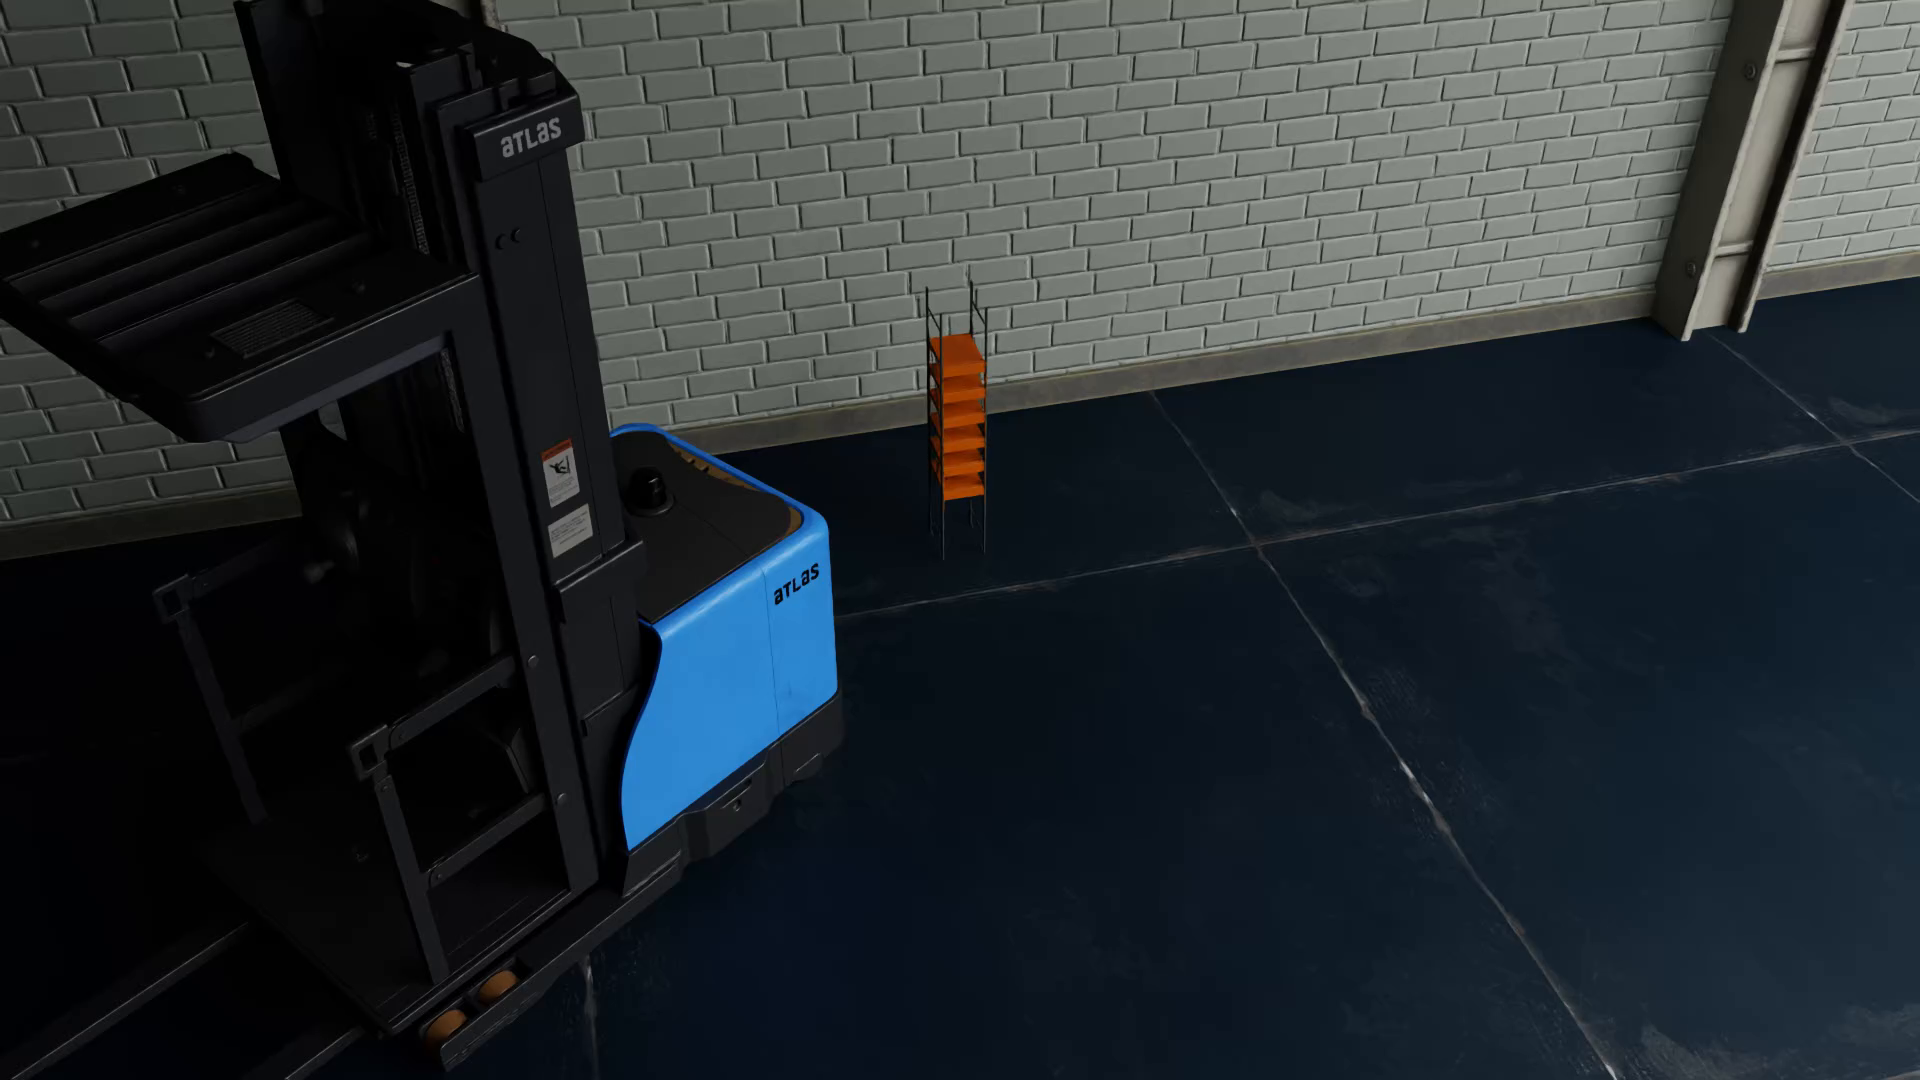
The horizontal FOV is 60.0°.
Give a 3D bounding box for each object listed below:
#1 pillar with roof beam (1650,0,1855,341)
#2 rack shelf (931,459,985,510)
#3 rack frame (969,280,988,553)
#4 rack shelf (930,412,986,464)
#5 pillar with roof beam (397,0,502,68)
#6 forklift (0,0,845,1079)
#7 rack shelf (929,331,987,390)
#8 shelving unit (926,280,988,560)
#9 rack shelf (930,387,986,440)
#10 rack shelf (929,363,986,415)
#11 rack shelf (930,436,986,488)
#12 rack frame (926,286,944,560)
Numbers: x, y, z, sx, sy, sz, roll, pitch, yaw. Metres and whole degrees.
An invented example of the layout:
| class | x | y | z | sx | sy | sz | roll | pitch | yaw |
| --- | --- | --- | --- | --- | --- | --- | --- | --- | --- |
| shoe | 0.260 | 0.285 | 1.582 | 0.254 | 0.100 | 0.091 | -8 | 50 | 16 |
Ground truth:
| class | x | y | z | sx | sy | sz | roll | pitch | yaw |
| --- | --- | --- | --- | --- | --- | --- | --- | --- | --- |
| pillar with roof beam | 4.997 | -2.197 | 2.715 | 0.400 | 9.000 | 9.100 | -9 | 38 | -12 |
| rack shelf | -0.014 | -0.248 | 7.055 | 0.180 | 0.103 | 0.258 | -9 | 38 | -12 |
| rack frame | 0.074 | -0.489 | 6.901 | 0.006 | 1.200 | 0.240 | -9 | 38 | -12 |
| rack shelf | -0.014 | -0.439 | 6.909 | 0.180 | 0.103 | 0.258 | -9 | 38 | -12 |
| pillar with roof beam | -0.796 | -1.246 | 1.473 | 0.400 | 9.000 | 9.100 | -9 | 38 | -12 |
| forklift | -1.762 | 0.108 | 4.697 | 1.130 | 2.935 | 3.031 | 27 | 45 | 31 |
| rack shelf | -0.014 | -0.725 | 6.691 | 0.180 | 0.103 | 0.258 | -9 | 38 | -12 |
| shelving unit | -0.014 | -0.474 | 6.882 | 0.189 | 1.200 | 0.258 | -9 | 38 | -12 |
| rack shelf | -0.014 | -0.534 | 6.837 | 0.180 | 0.103 | 0.258 | -9 | 38 | -12 |
| rack shelf | -0.014 | -0.630 | 6.764 | 0.180 | 0.103 | 0.258 | -9 | 38 | -12 |
| rack shelf | -0.014 | -0.344 | 6.982 | 0.180 | 0.103 | 0.258 | -9 | 38 | -12 |
| rack frame | -0.102 | -0.460 | 6.863 | 0.006 | 1.200 | 0.240 | -9 | 38 | -12 |
